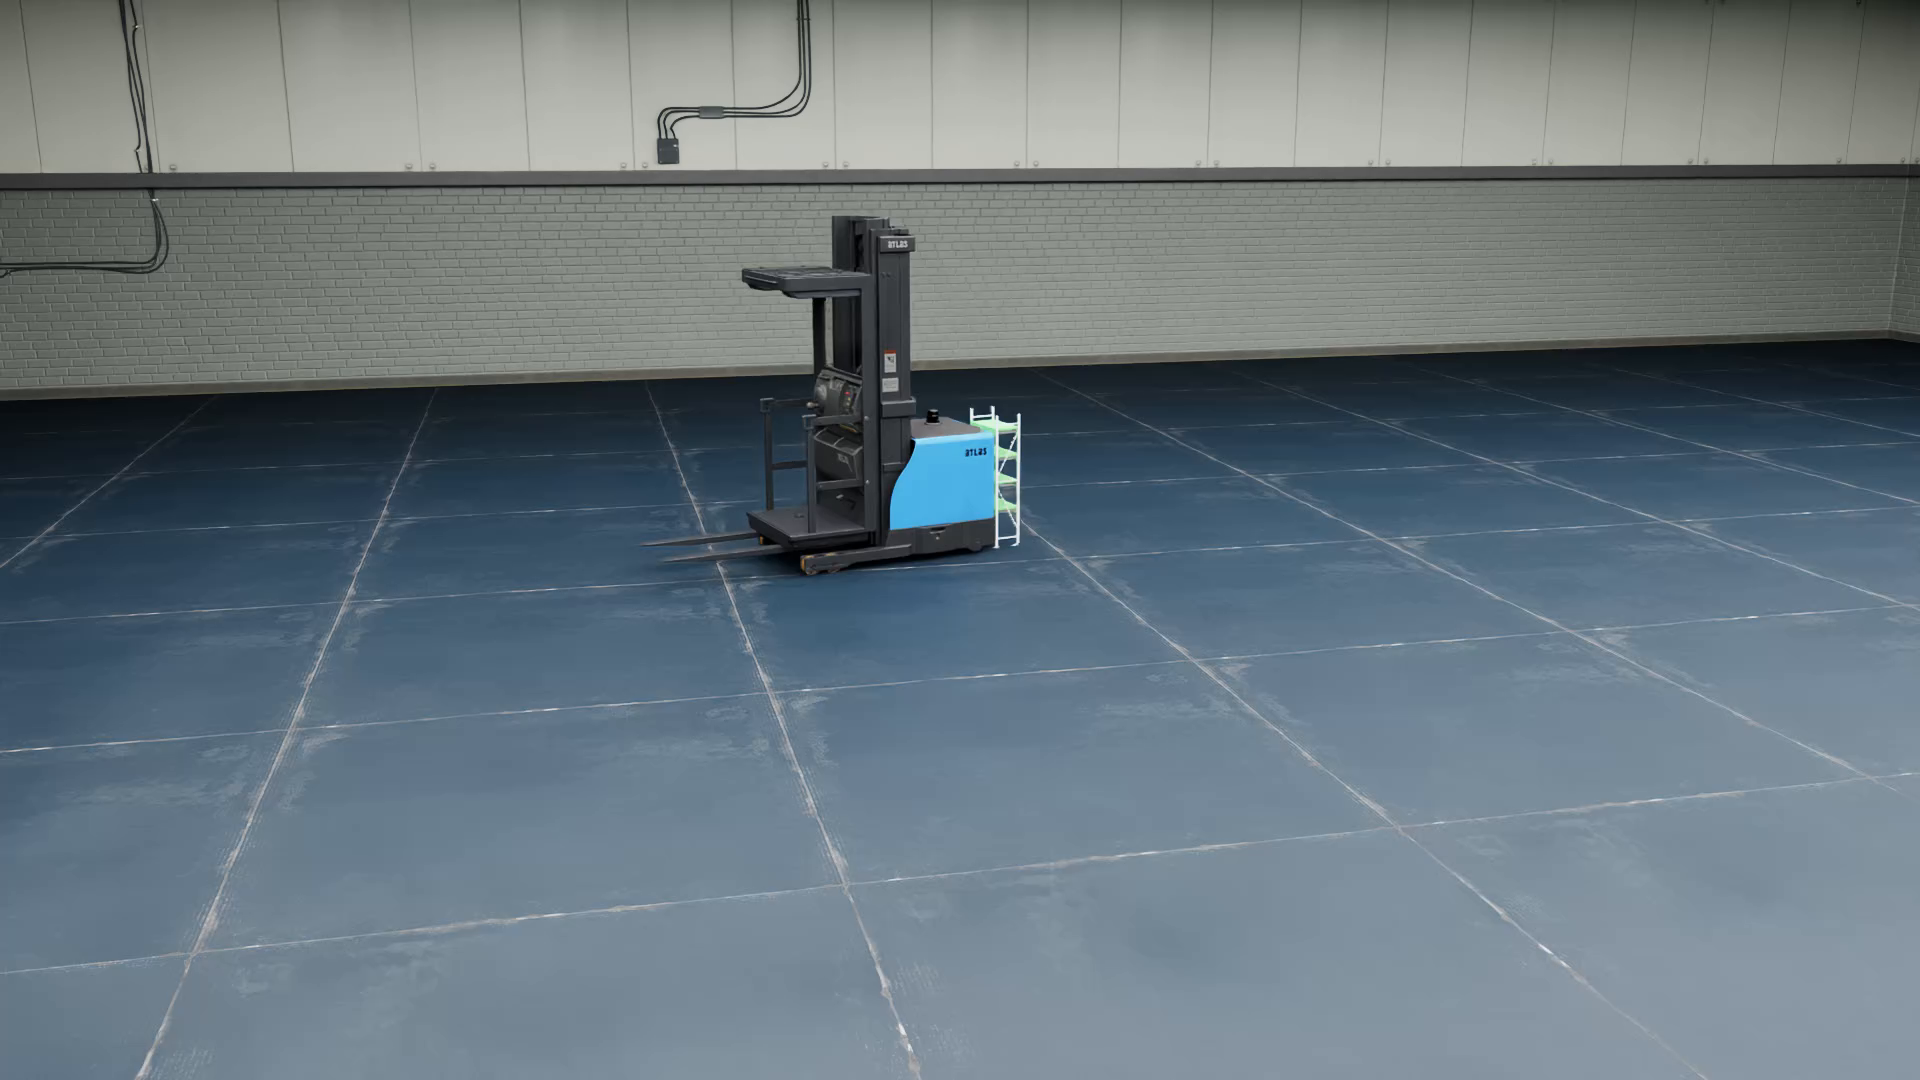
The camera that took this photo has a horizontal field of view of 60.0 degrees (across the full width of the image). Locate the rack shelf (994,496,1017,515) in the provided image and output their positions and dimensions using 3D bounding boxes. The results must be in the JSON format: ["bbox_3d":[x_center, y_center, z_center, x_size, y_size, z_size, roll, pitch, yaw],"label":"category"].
[{"bbox_3d":[0.313,-0.281,15.153,0.258,0.148,0.480,-7,15,-26],"label":"rack shelf"}]

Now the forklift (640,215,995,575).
[{"bbox_3d":[-1.236,-1.269,14.269,3.031,2.935,1.130,-7,15,-26],"label":"forklift"}]

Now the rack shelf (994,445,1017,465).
[{"bbox_3d":[0.313,-0.748,15.039,0.258,0.148,0.480,-7,15,-26],"label":"rack shelf"}]

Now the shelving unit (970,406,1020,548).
[{"bbox_3d":[0.313,-0.576,15.081,0.258,1.200,0.503,-7,15,-26],"label":"shelving unit"}]

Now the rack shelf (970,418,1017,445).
[{"bbox_3d":[0.313,-0.981,14.982,0.258,0.148,0.480,-7,15,-26],"label":"rack shelf"}]

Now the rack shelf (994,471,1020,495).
[{"bbox_3d":[0.313,-0.514,15.096,0.258,0.148,0.480,-7,15,-26],"label":"rack shelf"}]

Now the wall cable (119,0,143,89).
[{"bbox_3d":[-9.924,-7.451,22.688,3.097,2.526,0.112,-3,14,-13],"label":"wall cable"}]

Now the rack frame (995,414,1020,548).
[{"bbox_3d":[0.424,-0.525,14.870,0.240,1.200,0.015,-7,15,-26],"label":"rack frame"}]

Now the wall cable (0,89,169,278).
[{"bbox_3d":[-12.554,-4.847,22.670,3.097,2.526,0.112,-3,14,-13],"label":"wall cable"}]

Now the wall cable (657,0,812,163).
[{"bbox_3d":[-3.322,-8.533,24.049,2.305,6.003,0.169,-3,14,-13],"label":"wall cable"}]

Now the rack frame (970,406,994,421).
[{"bbox_3d":[0.201,-0.628,15.292,0.240,1.200,0.015,-7,15,-26],"label":"rack frame"}]
